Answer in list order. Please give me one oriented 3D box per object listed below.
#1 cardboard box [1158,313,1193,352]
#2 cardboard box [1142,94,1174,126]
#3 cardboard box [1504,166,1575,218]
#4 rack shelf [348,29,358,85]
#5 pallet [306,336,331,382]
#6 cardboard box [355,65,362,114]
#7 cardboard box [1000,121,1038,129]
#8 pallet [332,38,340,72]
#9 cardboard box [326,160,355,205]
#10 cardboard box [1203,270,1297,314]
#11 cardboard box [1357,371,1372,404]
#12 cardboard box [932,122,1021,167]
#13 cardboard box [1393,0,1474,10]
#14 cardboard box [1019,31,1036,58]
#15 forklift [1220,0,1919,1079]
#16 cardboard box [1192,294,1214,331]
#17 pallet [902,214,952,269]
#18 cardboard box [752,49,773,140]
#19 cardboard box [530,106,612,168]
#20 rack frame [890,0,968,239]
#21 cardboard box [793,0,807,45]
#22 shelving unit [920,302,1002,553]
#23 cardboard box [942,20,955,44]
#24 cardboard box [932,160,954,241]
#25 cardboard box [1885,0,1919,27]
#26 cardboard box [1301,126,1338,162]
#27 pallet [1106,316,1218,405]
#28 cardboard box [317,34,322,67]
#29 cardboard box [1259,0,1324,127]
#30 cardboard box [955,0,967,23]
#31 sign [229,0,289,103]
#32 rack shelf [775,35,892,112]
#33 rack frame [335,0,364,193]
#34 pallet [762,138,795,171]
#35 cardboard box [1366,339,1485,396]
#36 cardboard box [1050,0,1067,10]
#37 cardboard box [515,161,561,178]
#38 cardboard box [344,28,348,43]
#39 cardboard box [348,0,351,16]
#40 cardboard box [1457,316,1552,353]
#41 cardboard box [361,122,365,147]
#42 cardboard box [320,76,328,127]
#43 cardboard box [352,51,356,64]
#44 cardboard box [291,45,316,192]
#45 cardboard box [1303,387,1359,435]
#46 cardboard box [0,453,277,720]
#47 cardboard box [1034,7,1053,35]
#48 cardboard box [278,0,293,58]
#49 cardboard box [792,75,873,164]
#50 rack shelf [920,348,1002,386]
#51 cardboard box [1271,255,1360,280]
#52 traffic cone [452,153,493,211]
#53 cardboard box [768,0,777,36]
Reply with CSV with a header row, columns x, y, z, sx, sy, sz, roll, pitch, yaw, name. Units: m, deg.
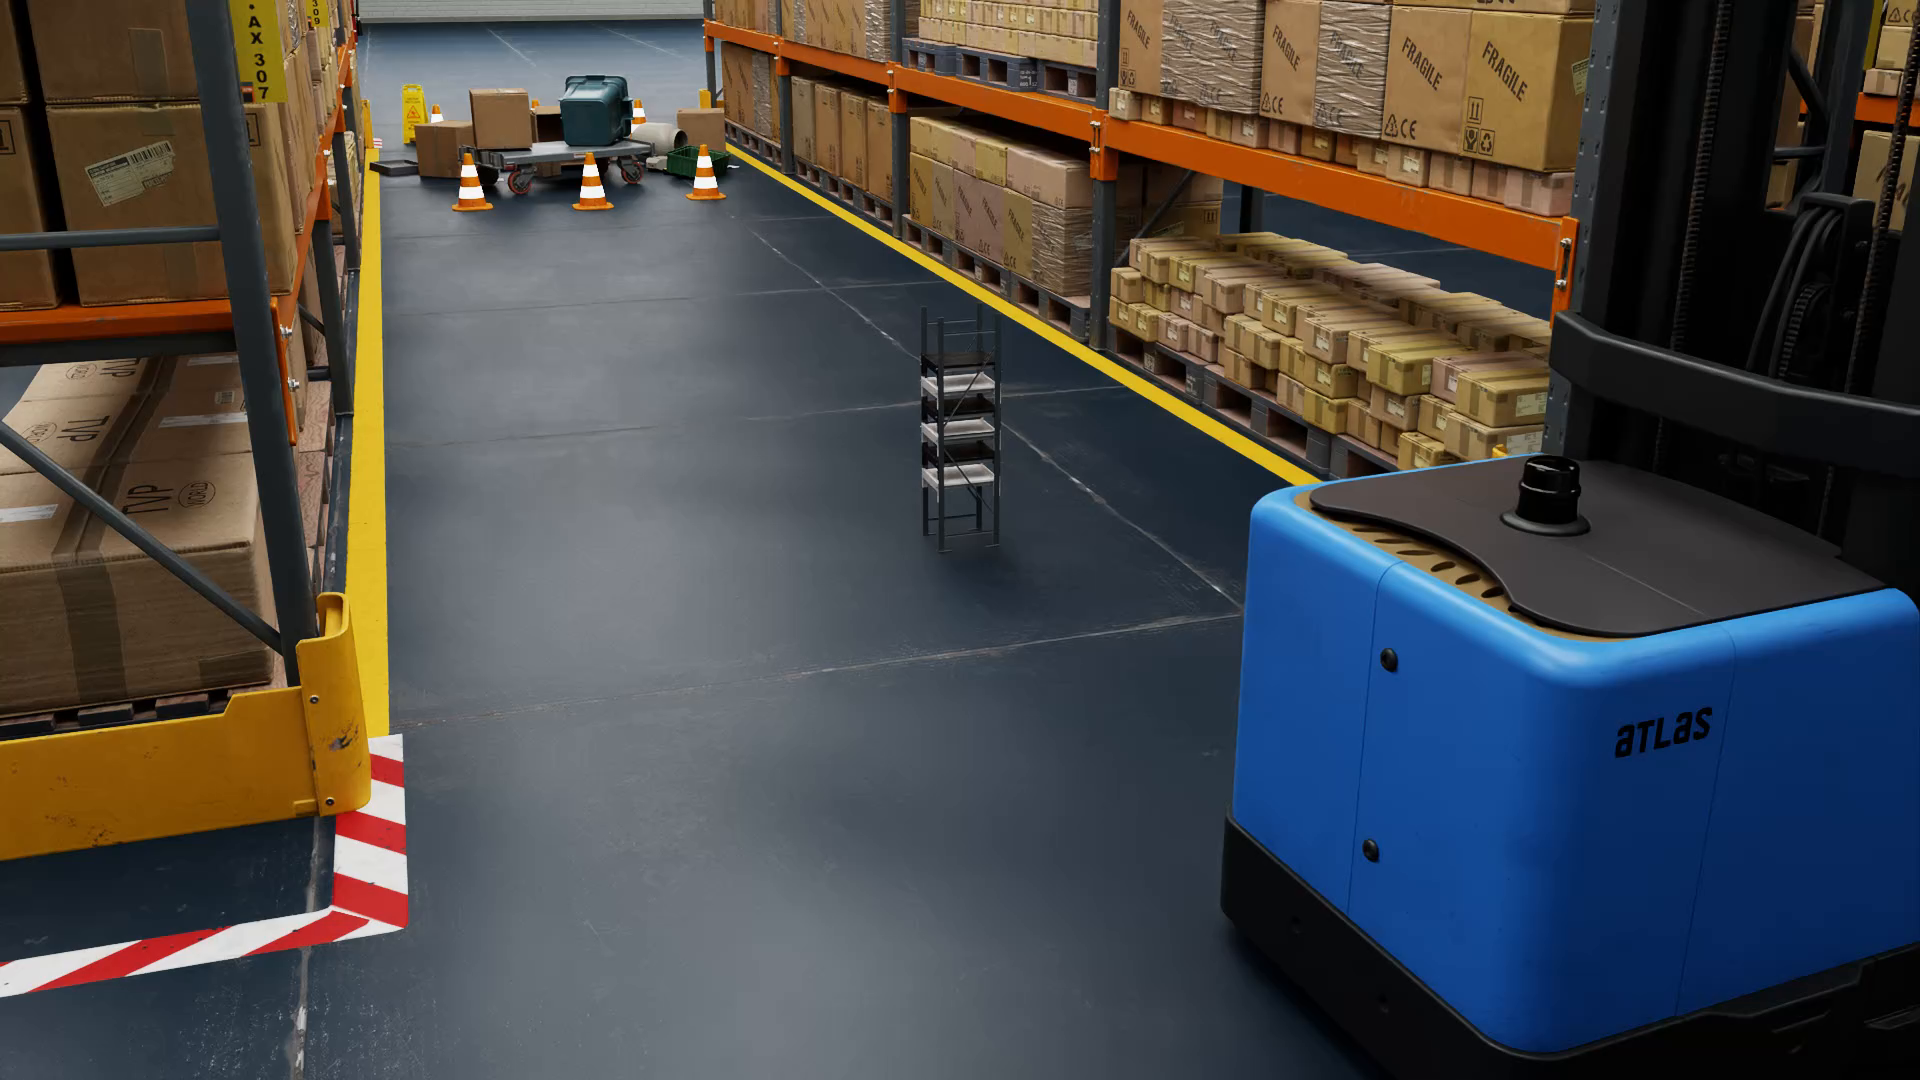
x,y,z,sx,sy,sz,roll,pitch,yaw,name
1.246,-1.083,8.589,0.380,0.149,0.250,-6,21,-17,cardboard box
1.156,-2.218,8.527,0.380,0.149,0.250,-6,21,-16,cardboard box
2.112,-1.210,5.719,0.380,0.149,0.250,-6,21,-17,cardboard box
-6.585,-4.849,16.545,1.077,0.370,4.000,-6,21,-17,rack shelf
-3.756,-0.906,8.627,1.003,0.211,1.213,-6,21,-17,pallet
-6.547,-4.690,17.373,0.500,0.500,0.500,-6,21,-15,cardboard box
0.601,-2.843,11.860,0.500,0.250,0.500,-6,21,-16,cardboard box
-5.024,-3.390,11.700,1.213,0.211,1.003,-6,21,-17,pallet
-5.107,-2.642,12.600,0.950,0.372,0.625,-7,21,-18,cardboard box
1.400,-1.198,8.032,0.380,0.149,0.250,-6,21,-16,cardboard box
1.894,-0.652,6.951,0.380,0.149,0.250,-7,21,-18,cardboard box
0.115,-2.785,11.701,0.500,0.250,0.500,-7,21,-18,cardboard box
1.944,-2.194,6.021,0.500,0.500,0.500,-7,21,-19,cardboard box
0.583,-3.056,10.237,0.380,0.149,0.250,-7,21,-20,cardboard box
2.167,-0.520,3.528,3.031,2.935,1.130,-8,21,-22,forklift
1.393,-1.150,8.337,0.380,0.149,0.250,-7,21,-20,cardboard box
0.213,-2.258,12.390,1.003,0.211,1.213,-6,21,-17,pallet
-1.707,-4.800,17.866,0.875,0.875,0.875,-6,21,-17,cardboard box
-3.956,-4.125,16.955,0.797,0.637,0.503,-6,21,-17,cardboard box
-0.032,-3.821,12.617,1.000,3.000,0.127,-6,21,-17,rack frame
-1.220,-4.792,15.173,0.500,0.500,0.500,-6,21,-17,cardboard box
0.003,-0.421,6.257,0.258,0.900,0.210,-6,21,-17,shelving unit
0.087,-3.563,11.648,0.380,0.149,0.250,-5,20,-14,cardboard box
0.110,-2.427,11.813,0.500,0.500,0.500,-6,21,-17,cardboard box
5.874,-3.273,9.765,0.500,0.500,0.500,-6,21,-17,cardboard box
1.692,-1.716,7.129,0.380,0.149,0.250,-6,21,-16,cardboard box
1.470,-1.013,8.925,1.003,0.211,1.213,-6,21,-17,pallet
-3.503,-2.479,8.363,0.500,0.250,0.500,-6,21,-16,cardboard box
1.625,-2.046,7.088,0.500,0.500,0.500,-5,20,-14,cardboard box
0.184,-3.611,11.342,0.380,0.149,0.250,-6,21,-17,cardboard box
-1.656,-1.197,3.914,0.100,0.325,0.005,-6,21,-17,sign
-0.660,-4.124,14.525,1.077,0.370,4.000,-6,21,-17,rack shelf
-5.956,-4.546,14.636,1.000,3.000,0.127,-6,21,-17,rack frame
-1.454,-4.044,17.364,1.003,0.211,1.213,-6,21,-17,pallet
1.849,-0.689,6.613,0.380,0.149,0.250,-7,21,-18,cardboard box
0.750,-3.174,9.686,0.380,0.149,0.250,-7,21,-19,cardboard box
-4.175,-3.749,16.461,0.396,0.266,0.258,12,23,30,cardboard box
-5.751,-4.563,15.055,0.380,0.149,0.250,-6,21,-17,cardboard box
-6.628,-5.711,17.290,0.500,0.500,0.500,-6,21,-17,cardboard box
2.326,-0.835,7.019,0.380,0.149,0.250,-7,21,-20,cardboard box
-6.379,-4.168,17.030,0.500,0.250,0.500,-7,21,-19,cardboard box
-3.494,-2.243,8.447,0.500,0.250,0.500,-7,21,-19,cardboard box
-6.459,-4.970,17.195,0.380,0.149,0.250,-6,21,-16,cardboard box
-2.714,-1.580,6.230,0.500,0.500,0.500,-7,21,-18,cardboard box
1.712,-0.575,7.176,0.380,0.149,0.250,-7,21,-20,cardboard box
-2.487,0.112,4.837,0.875,0.438,0.875,-7,21,-19,cardboard box
0.664,-3.115,9.962,0.380,0.149,0.250,-7,21,-19,cardboard box
-2.561,-1.887,5.605,0.500,0.500,0.500,-6,21,-17,cardboard box
-1.008,-4.054,15.972,1.050,0.750,0.750,-6,21,-17,cardboard box
0.003,-0.644,6.177,0.258,0.077,0.200,-6,21,-17,rack shelf
1.795,-1.338,8.421,0.380,0.149,0.250,-6,21,-15,cardboard box
-4.237,-3.103,14.371,0.336,0.463,0.334,-6,21,-17,traffic cone
-1.416,-5.292,16.491,0.875,0.550,0.550,-6,21,-17,cardboard box
